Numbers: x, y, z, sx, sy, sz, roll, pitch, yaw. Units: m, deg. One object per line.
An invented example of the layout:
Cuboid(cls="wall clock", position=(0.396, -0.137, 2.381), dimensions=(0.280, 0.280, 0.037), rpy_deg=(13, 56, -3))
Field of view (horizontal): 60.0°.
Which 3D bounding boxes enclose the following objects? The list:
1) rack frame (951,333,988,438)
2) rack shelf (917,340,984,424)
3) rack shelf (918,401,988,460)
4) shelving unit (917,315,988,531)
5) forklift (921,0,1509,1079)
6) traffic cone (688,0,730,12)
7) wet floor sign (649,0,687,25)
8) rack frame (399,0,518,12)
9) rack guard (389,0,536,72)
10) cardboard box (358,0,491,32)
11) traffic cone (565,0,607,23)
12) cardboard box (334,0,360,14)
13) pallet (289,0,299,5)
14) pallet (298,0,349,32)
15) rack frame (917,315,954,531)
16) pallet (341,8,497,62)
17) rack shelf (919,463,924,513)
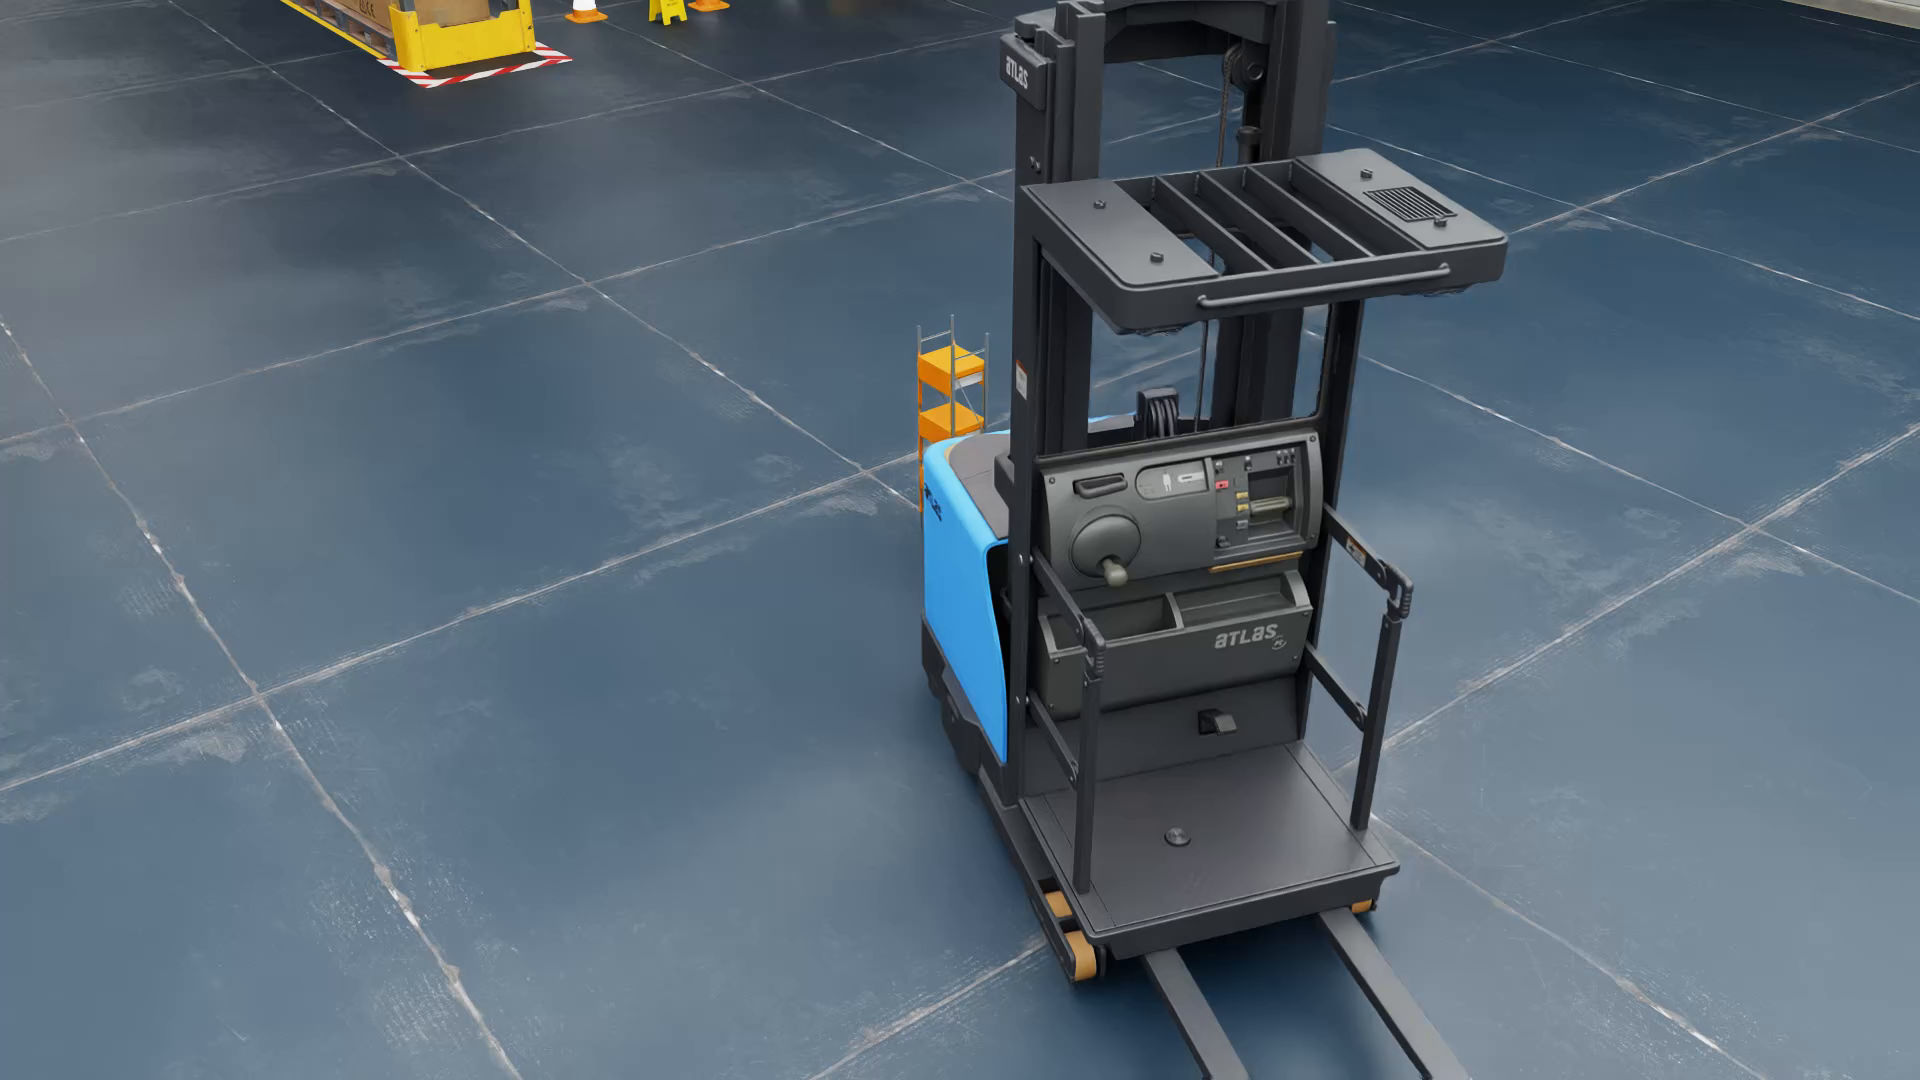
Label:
Cuboid(cls="rack frame", position=(0.042, -0.417, 7.427), dimensions=(0.200, 1.050, 0.008), rpy_deg=(-22, 38, -31))
Cuboid(cls="rack shelf", position=(-0.033, -0.700, 7.365), dimensions=(0.215, 0.259, 0.240), rpy_deg=(-22, 38, -31))
Cuboid(cls="rack shelf", position=(-0.033, -0.459, 7.515), dimensions=(0.215, 0.259, 0.240), rpy_deg=(-22, 38, -31))
Cuboid(cls="shelving unit", position=(-0.033, -0.468, 7.509), dimensions=(0.215, 1.050, 0.252), rpy_deg=(-22, 38, -31))
Cuboid(cls="forklift", position=(0.774, -0.043, 5.042), dimensions=(1.130, 2.935, 3.031), rpy_deg=(-9, 33, -15))
Cuboid(cls="traffic cone", position=(-2.422, -5.345, 15.917), dimensions=(0.336, 0.463, 0.334), rpy_deg=(-22, 38, -31))
Cuboid(cls="wet floor sign", position=(-2.738, -5.146, 15.424), dimensions=(0.232, 0.644, 0.267), rpy_deg=(26, 40, 35))
Cuboid(cls="rack frame", position=(-4.320, -5.518, 13.791), dimensions=(1.000, 3.000, 0.127), rpy_deg=(-22, 38, -31))
Cuboid(cls="rack guard", position=(-4.305, -4.446, 14.434), dimensions=(1.175, 0.500, 0.348), rpy_deg=(-22, 38, -31))
Cuboid(cls="cardboard box", position=(-4.788, -5.055, 14.661), dimensions=(0.875, 0.875, 0.875), rpy_deg=(-22, 38, -31))
Cuboid(cls="traffic cone", position=(-3.523, -5.121, 15.556), dimensions=(0.336, 0.463, 0.334), rpy_deg=(-22, 38, -31))
Cuboid(cls="cardboard box", position=(-5.329, -5.421, 15.251), dimensions=(0.875, 0.875, 0.875), rpy_deg=(-23, 39, -32))
Cuboid(cls="pallet", position=(-6.368, -5.658, 16.660), dimensions=(1.003, 0.211, 1.213), rpy_deg=(-22, 38, -31))
Cuboid(cls="pallet", position=(-5.616, -5.149, 15.841), dimensions=(1.003, 0.211, 1.213), rpy_deg=(-22, 38, -31))
Cuboid(cls="rack frame", position=(-0.108, -0.519, 7.591), dimensions=(0.200, 1.050, 0.008), rpy_deg=(-22, 38, -31))
Cuboid(cls="pallet", position=(-4.872, -4.641, 15.023), dimensions=(1.003, 0.211, 1.213), rpy_deg=(-22, 38, -31))
Cuboid(cls="rack shelf", position=(-0.033, -0.223, 7.661), dimensions=(0.215, 0.259, 0.240), rpy_deg=(-22, 38, -31))
